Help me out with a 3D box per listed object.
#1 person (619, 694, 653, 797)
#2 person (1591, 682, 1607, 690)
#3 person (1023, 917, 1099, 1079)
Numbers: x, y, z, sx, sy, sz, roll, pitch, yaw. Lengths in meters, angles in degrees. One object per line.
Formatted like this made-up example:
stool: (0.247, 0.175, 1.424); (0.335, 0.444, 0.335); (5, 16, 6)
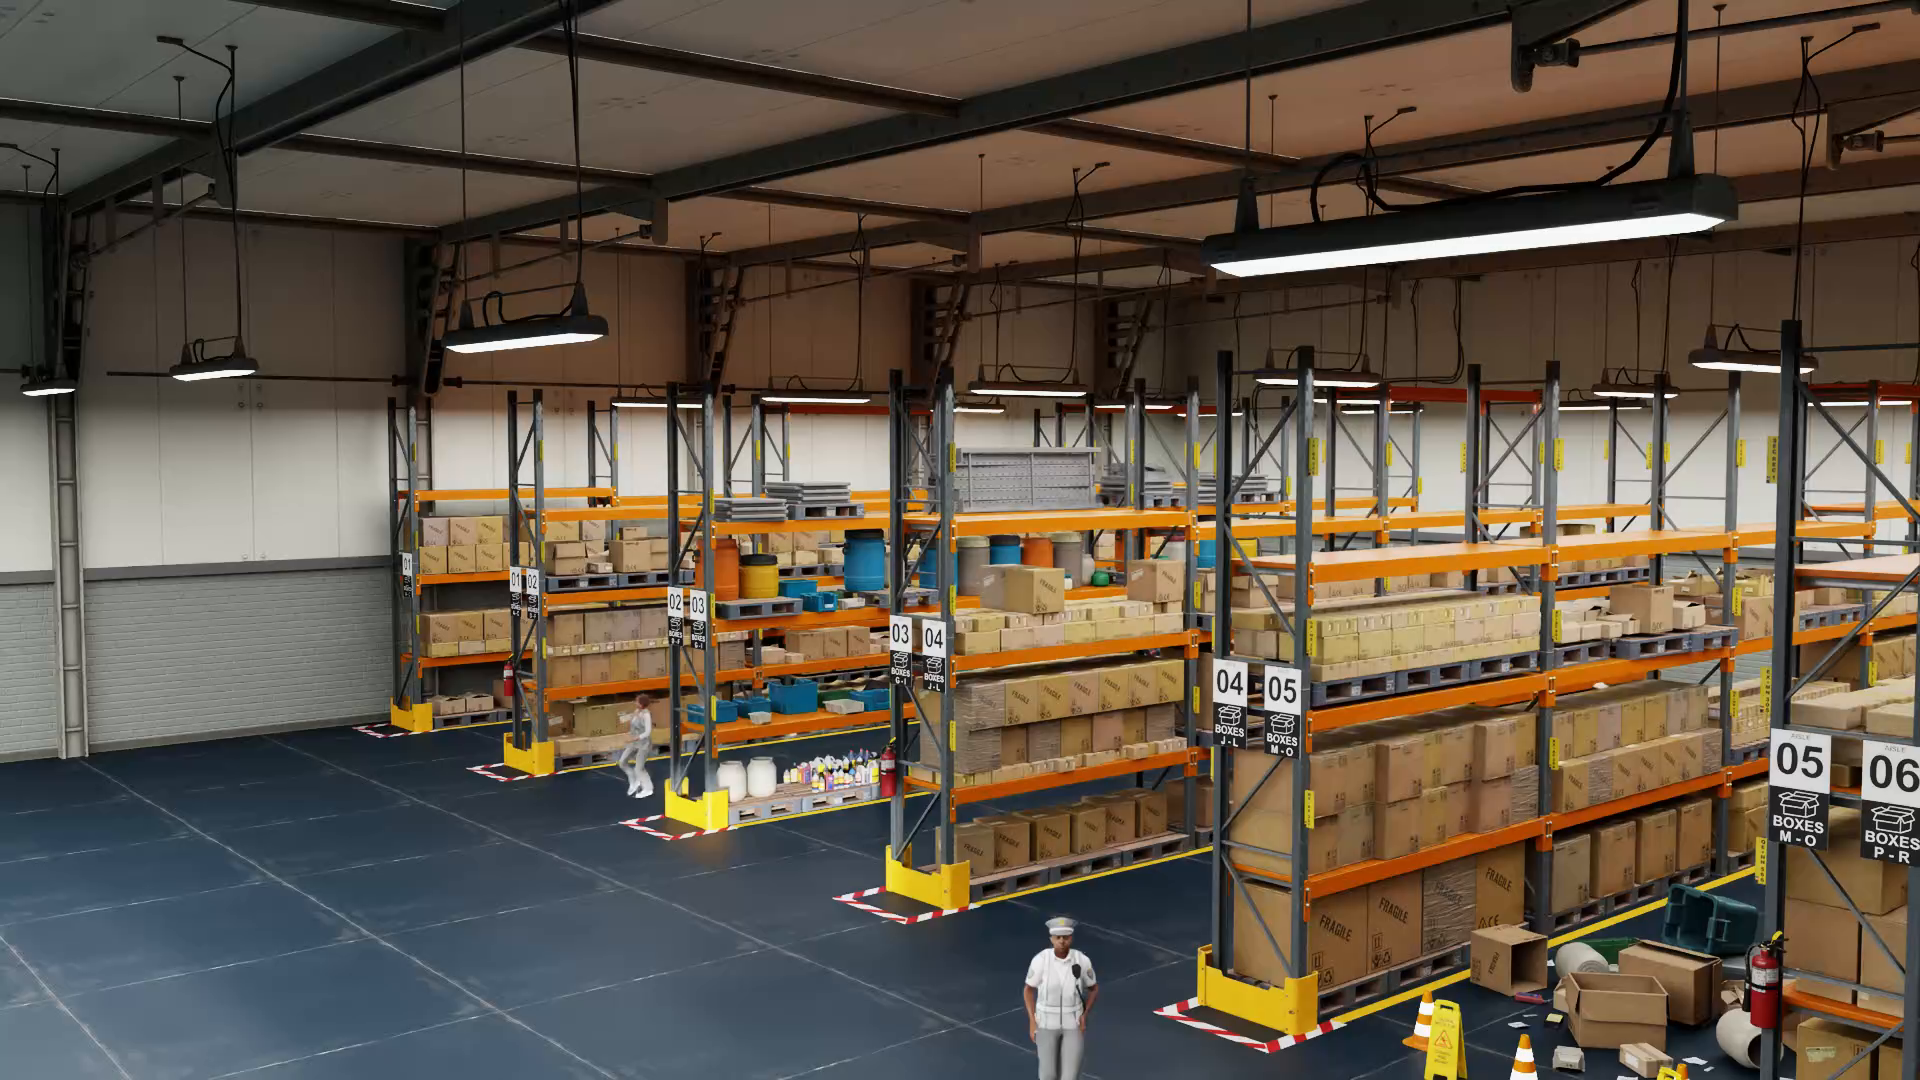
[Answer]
person: (-4.633, 2.990, 24.054); (0.542, 1.557, 0.585); (3, 5, 44)
person: (9.049, 2.889, 23.695); (0.631, 1.741, 0.632); (-3, 5, -42)
person: (0.761, 3.623, 12.490); (0.567, 1.667, 0.567); (0, 3, 1)
